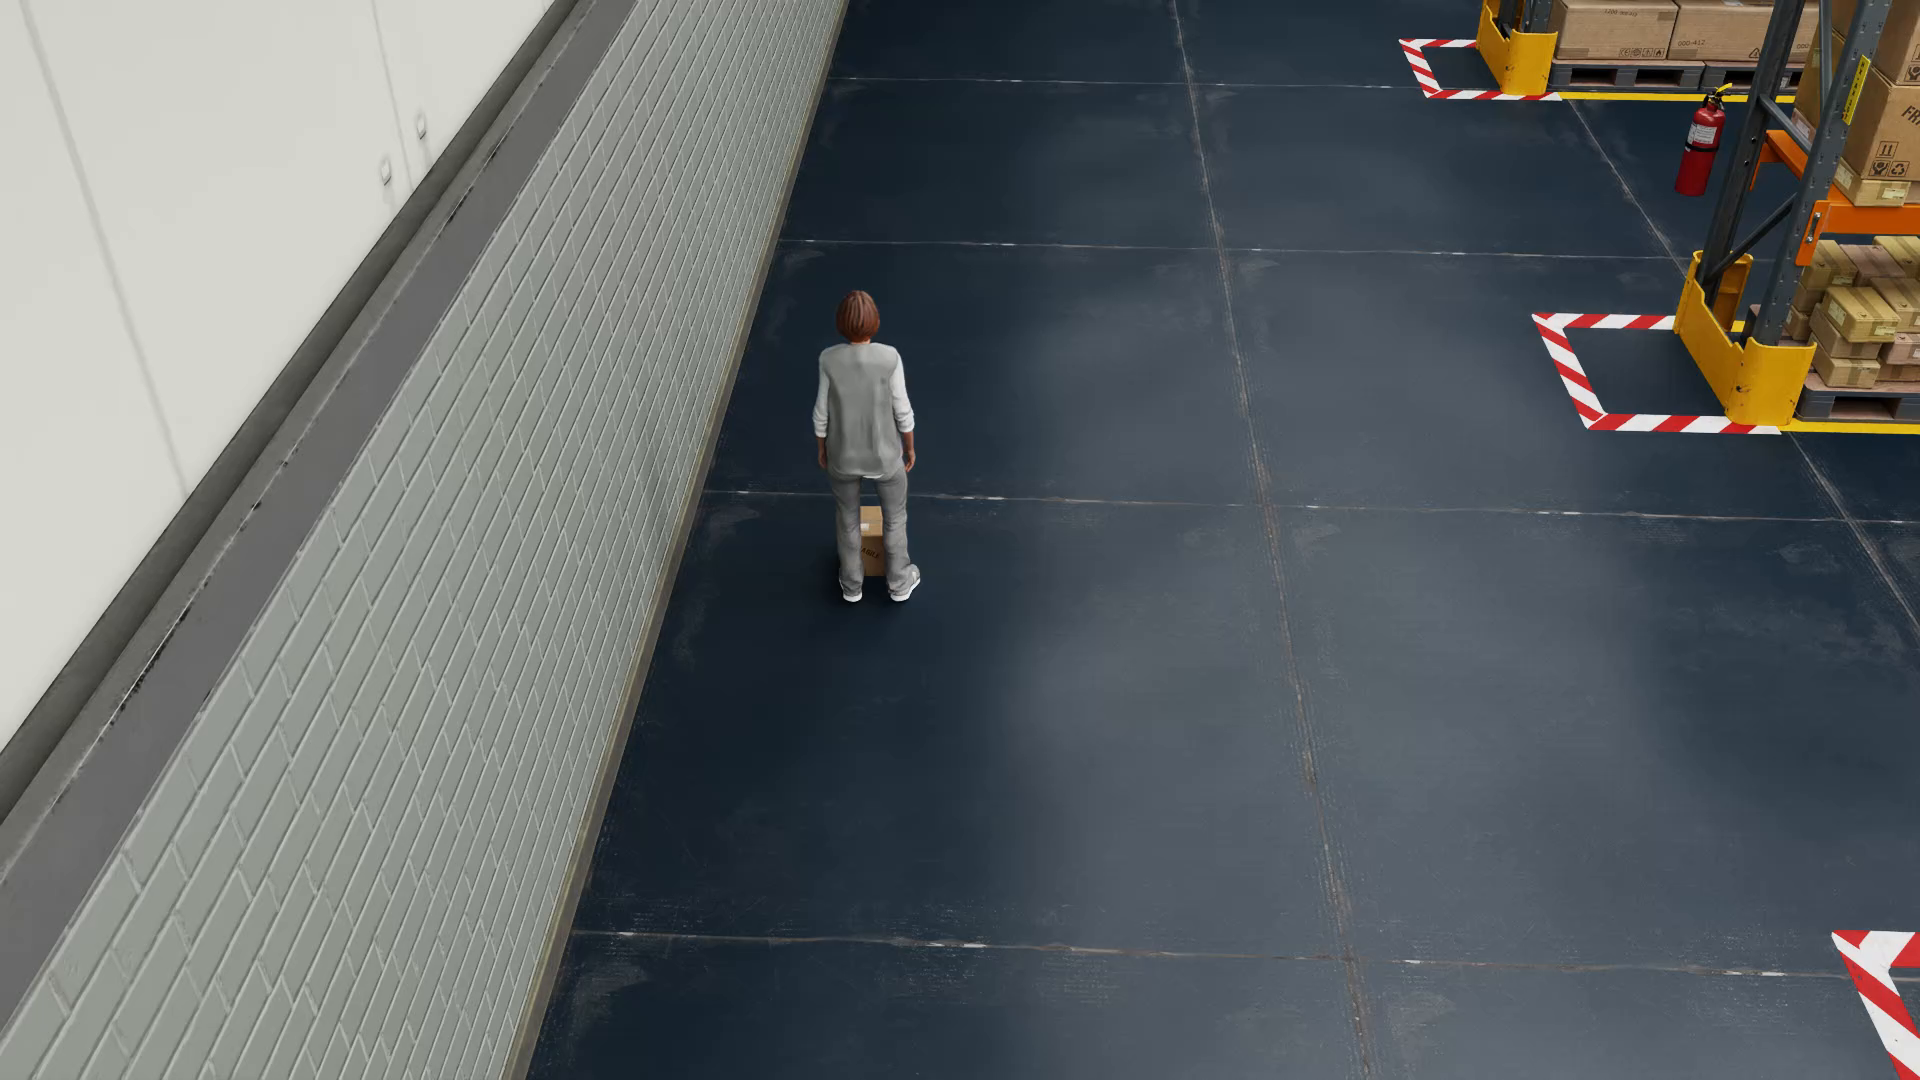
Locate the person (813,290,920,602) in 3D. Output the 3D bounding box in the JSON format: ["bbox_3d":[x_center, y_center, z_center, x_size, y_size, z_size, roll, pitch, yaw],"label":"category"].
[{"bbox_3d":[-0.433,-0.394,7.660,0.465,1.593,0.345,1,36,2],"label":"person"}]
